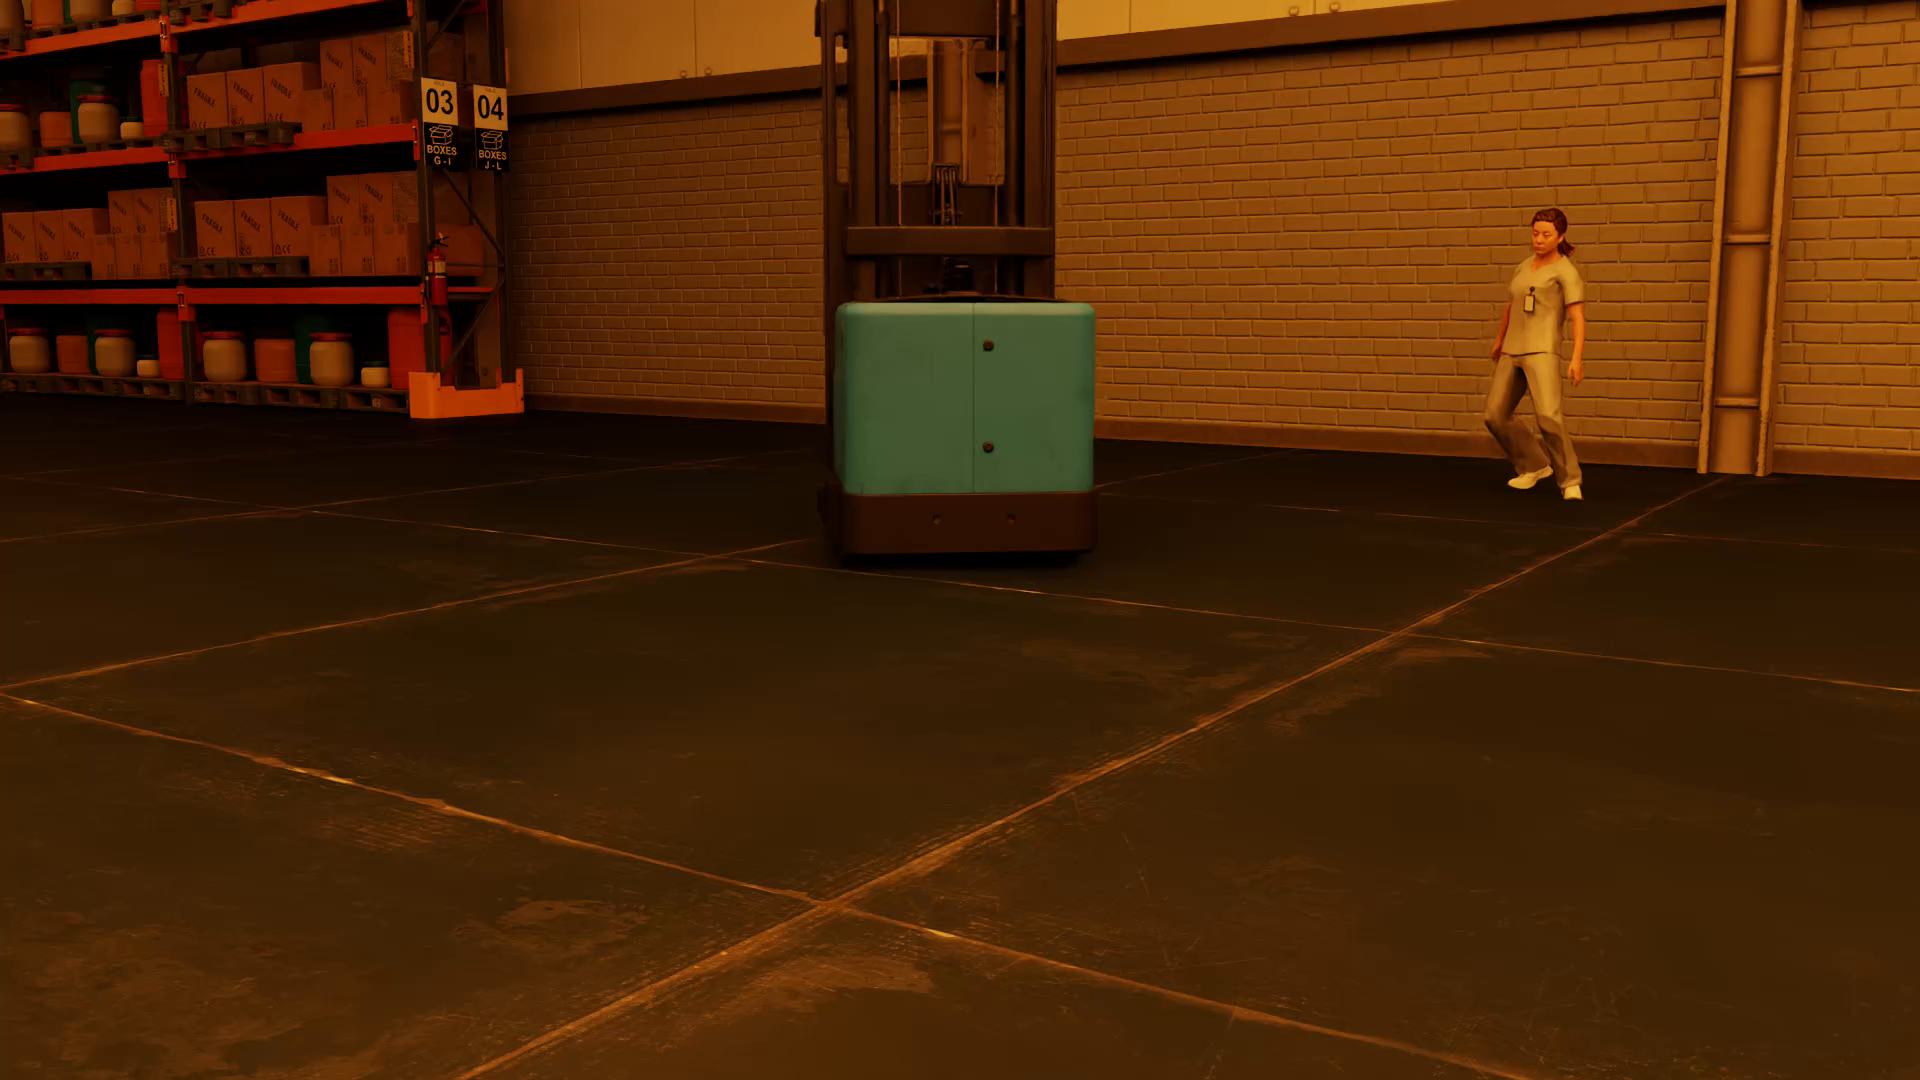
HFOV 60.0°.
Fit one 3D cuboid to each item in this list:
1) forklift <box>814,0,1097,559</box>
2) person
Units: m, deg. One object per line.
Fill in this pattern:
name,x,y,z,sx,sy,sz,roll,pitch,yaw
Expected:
forklift,-0.129,-1.541,8.027,1.130,2.935,3.031,-1,8,-7
person,3.285,-1.055,9.381,0.477,1.597,0.799,-3,9,-22
